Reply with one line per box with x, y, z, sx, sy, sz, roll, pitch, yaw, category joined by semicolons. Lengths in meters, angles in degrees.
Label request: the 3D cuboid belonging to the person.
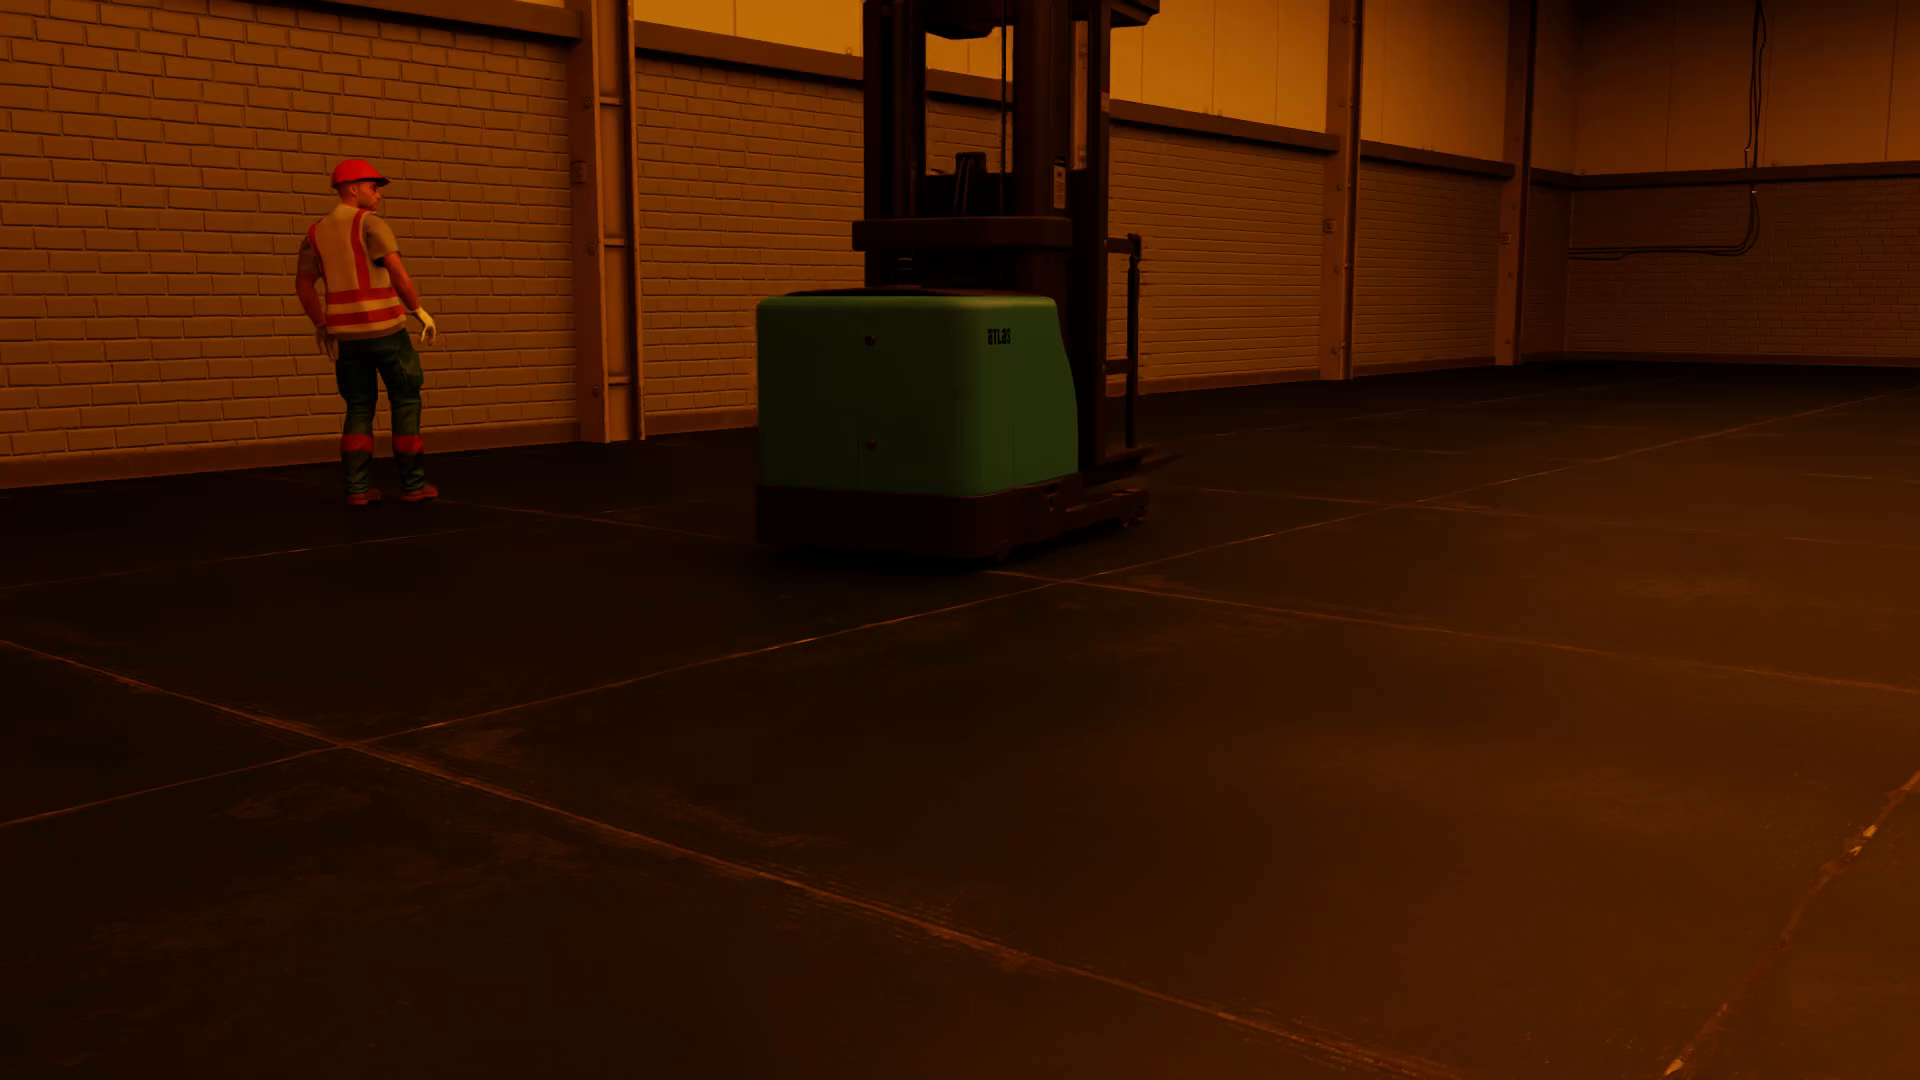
-3.042;-1.080;8.670;0.757;1.772;0.512;2;9;14;person

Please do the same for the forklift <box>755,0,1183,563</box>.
0.257;-1.533;7.757;1.130;2.935;3.031;4;9;26;forklift
